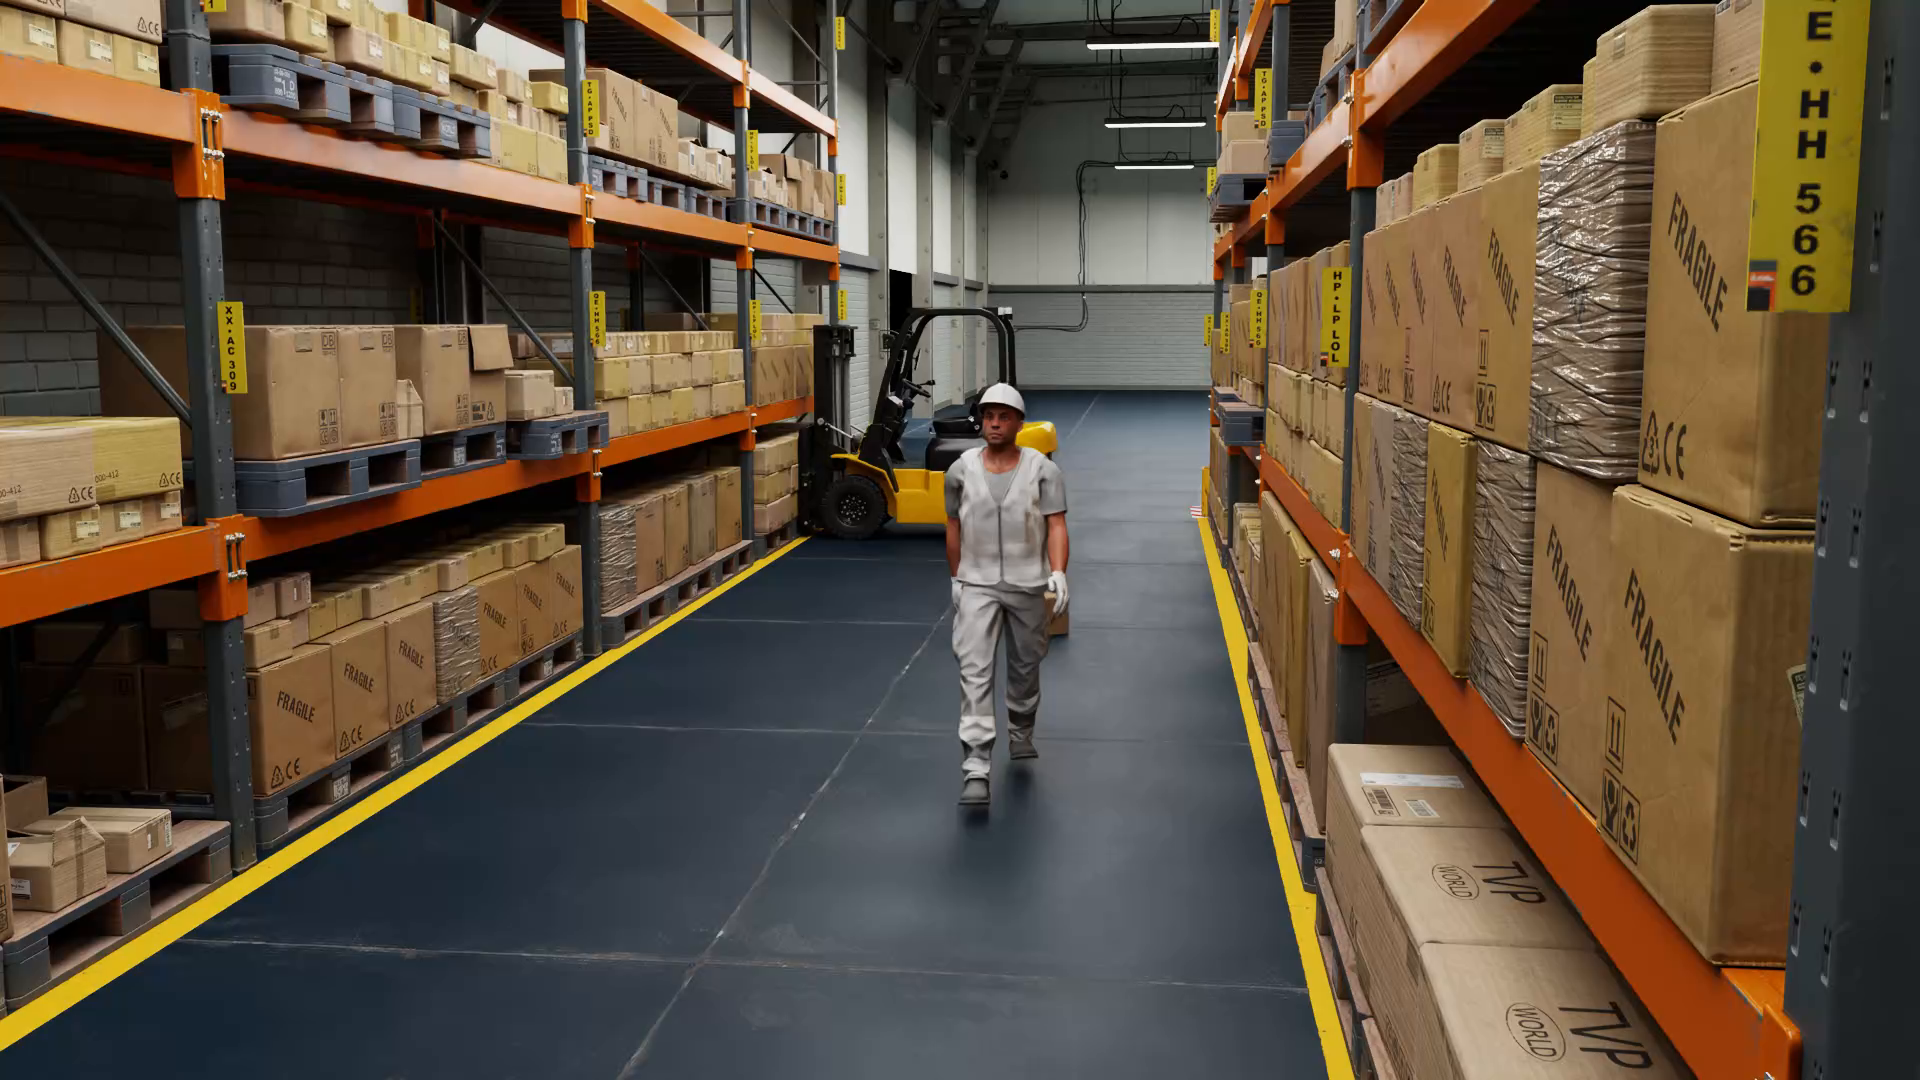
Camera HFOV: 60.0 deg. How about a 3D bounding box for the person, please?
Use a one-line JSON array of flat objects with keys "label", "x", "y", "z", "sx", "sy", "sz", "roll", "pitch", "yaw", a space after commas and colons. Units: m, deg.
[{"label": "person", "x": 0.194, "y": 0.203, "z": 7.117, "sx": 0.546, "sy": 1.739, "sz": 1.039, "roll": 0, "pitch": 7, "yaw": 3}]
